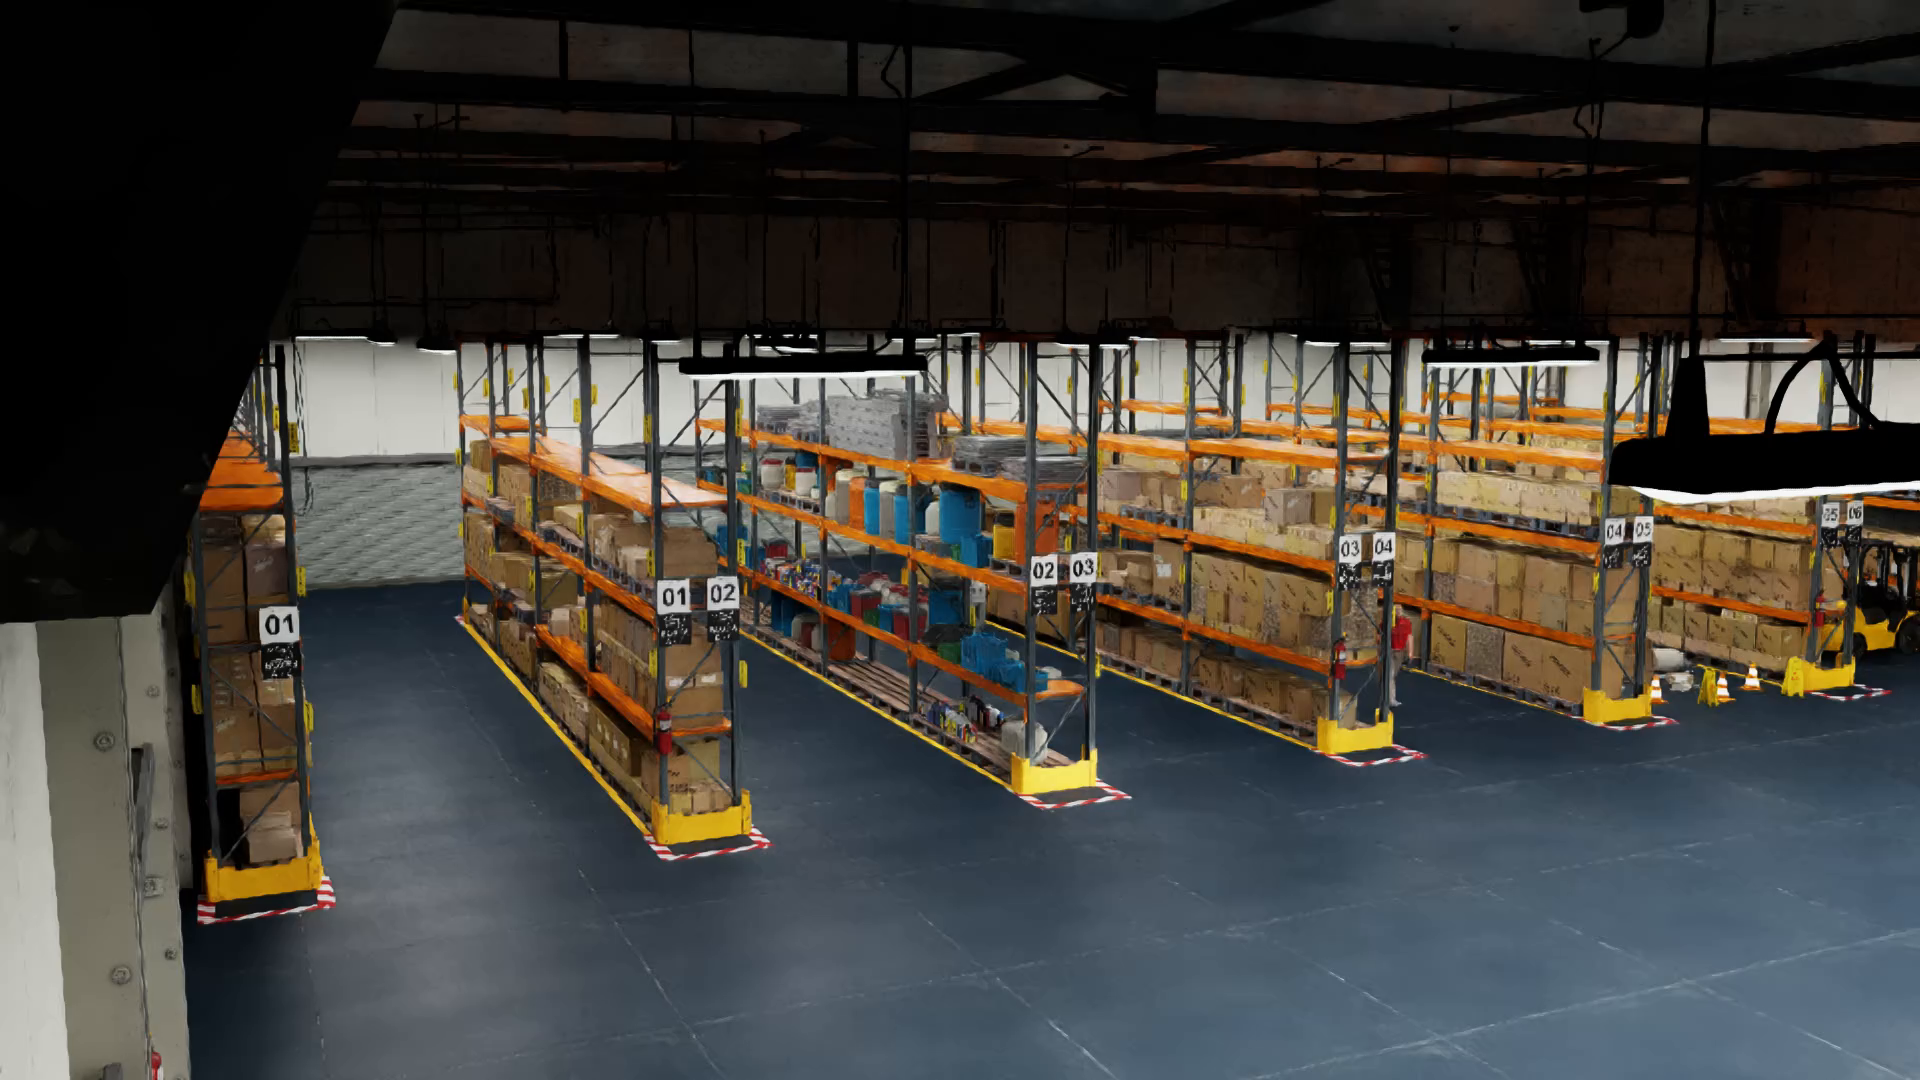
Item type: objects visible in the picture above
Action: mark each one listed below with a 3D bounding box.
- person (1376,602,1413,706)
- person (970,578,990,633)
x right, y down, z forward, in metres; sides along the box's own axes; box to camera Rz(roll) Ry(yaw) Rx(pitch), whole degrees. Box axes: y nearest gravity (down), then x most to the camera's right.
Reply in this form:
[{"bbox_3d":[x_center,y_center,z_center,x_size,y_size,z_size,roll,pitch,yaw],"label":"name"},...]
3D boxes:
[{"bbox_3d":[7.119,1.835,27.192,0.534,1.657,1.033,-2,8,-15],"label":"person"},{"bbox_3d":[0.309,1.186,32.364,0.625,1.611,0.568,-4,9,-27],"label":"person"}]
